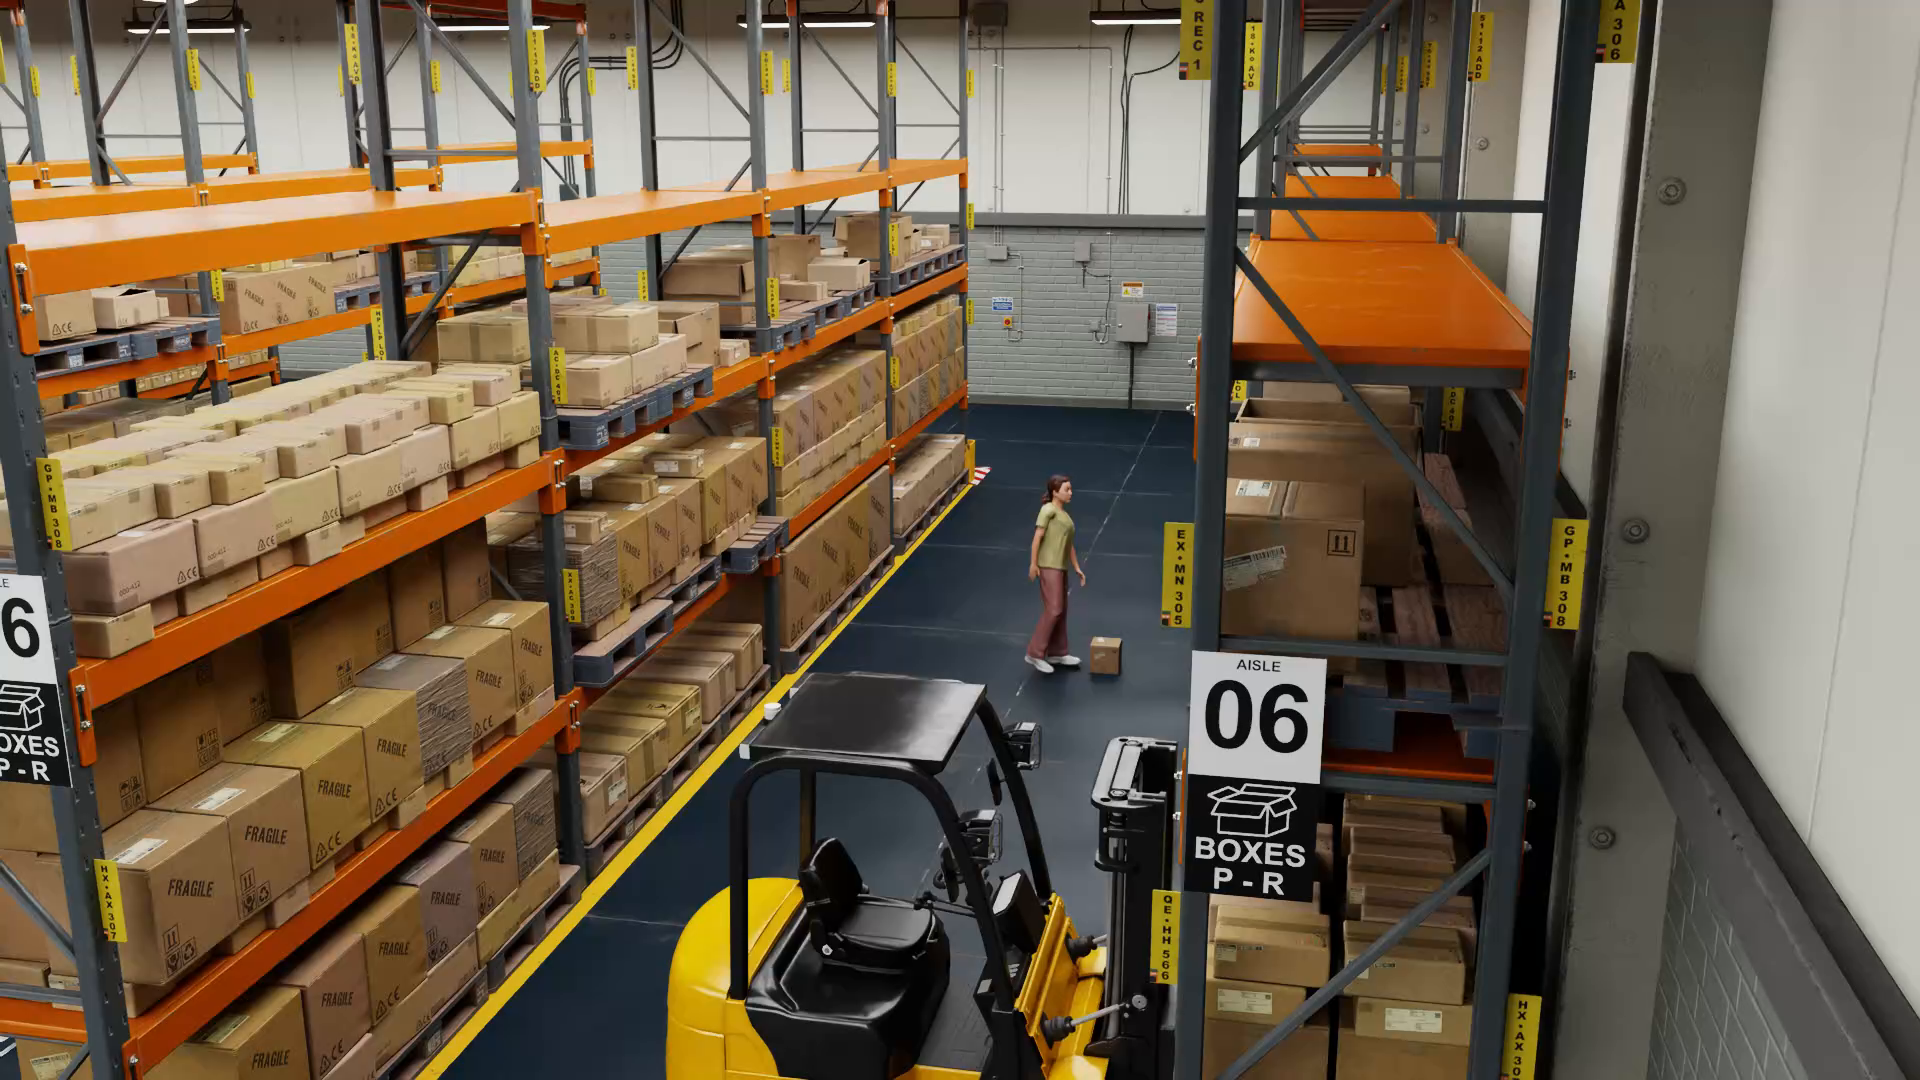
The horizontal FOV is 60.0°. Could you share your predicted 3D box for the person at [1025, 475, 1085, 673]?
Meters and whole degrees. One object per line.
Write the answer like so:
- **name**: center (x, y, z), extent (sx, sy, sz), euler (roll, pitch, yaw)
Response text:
- **person**: center (0.835, 0.304, 14.336), extent (0.442, 1.669, 0.728), euler (4, 15, 16)
